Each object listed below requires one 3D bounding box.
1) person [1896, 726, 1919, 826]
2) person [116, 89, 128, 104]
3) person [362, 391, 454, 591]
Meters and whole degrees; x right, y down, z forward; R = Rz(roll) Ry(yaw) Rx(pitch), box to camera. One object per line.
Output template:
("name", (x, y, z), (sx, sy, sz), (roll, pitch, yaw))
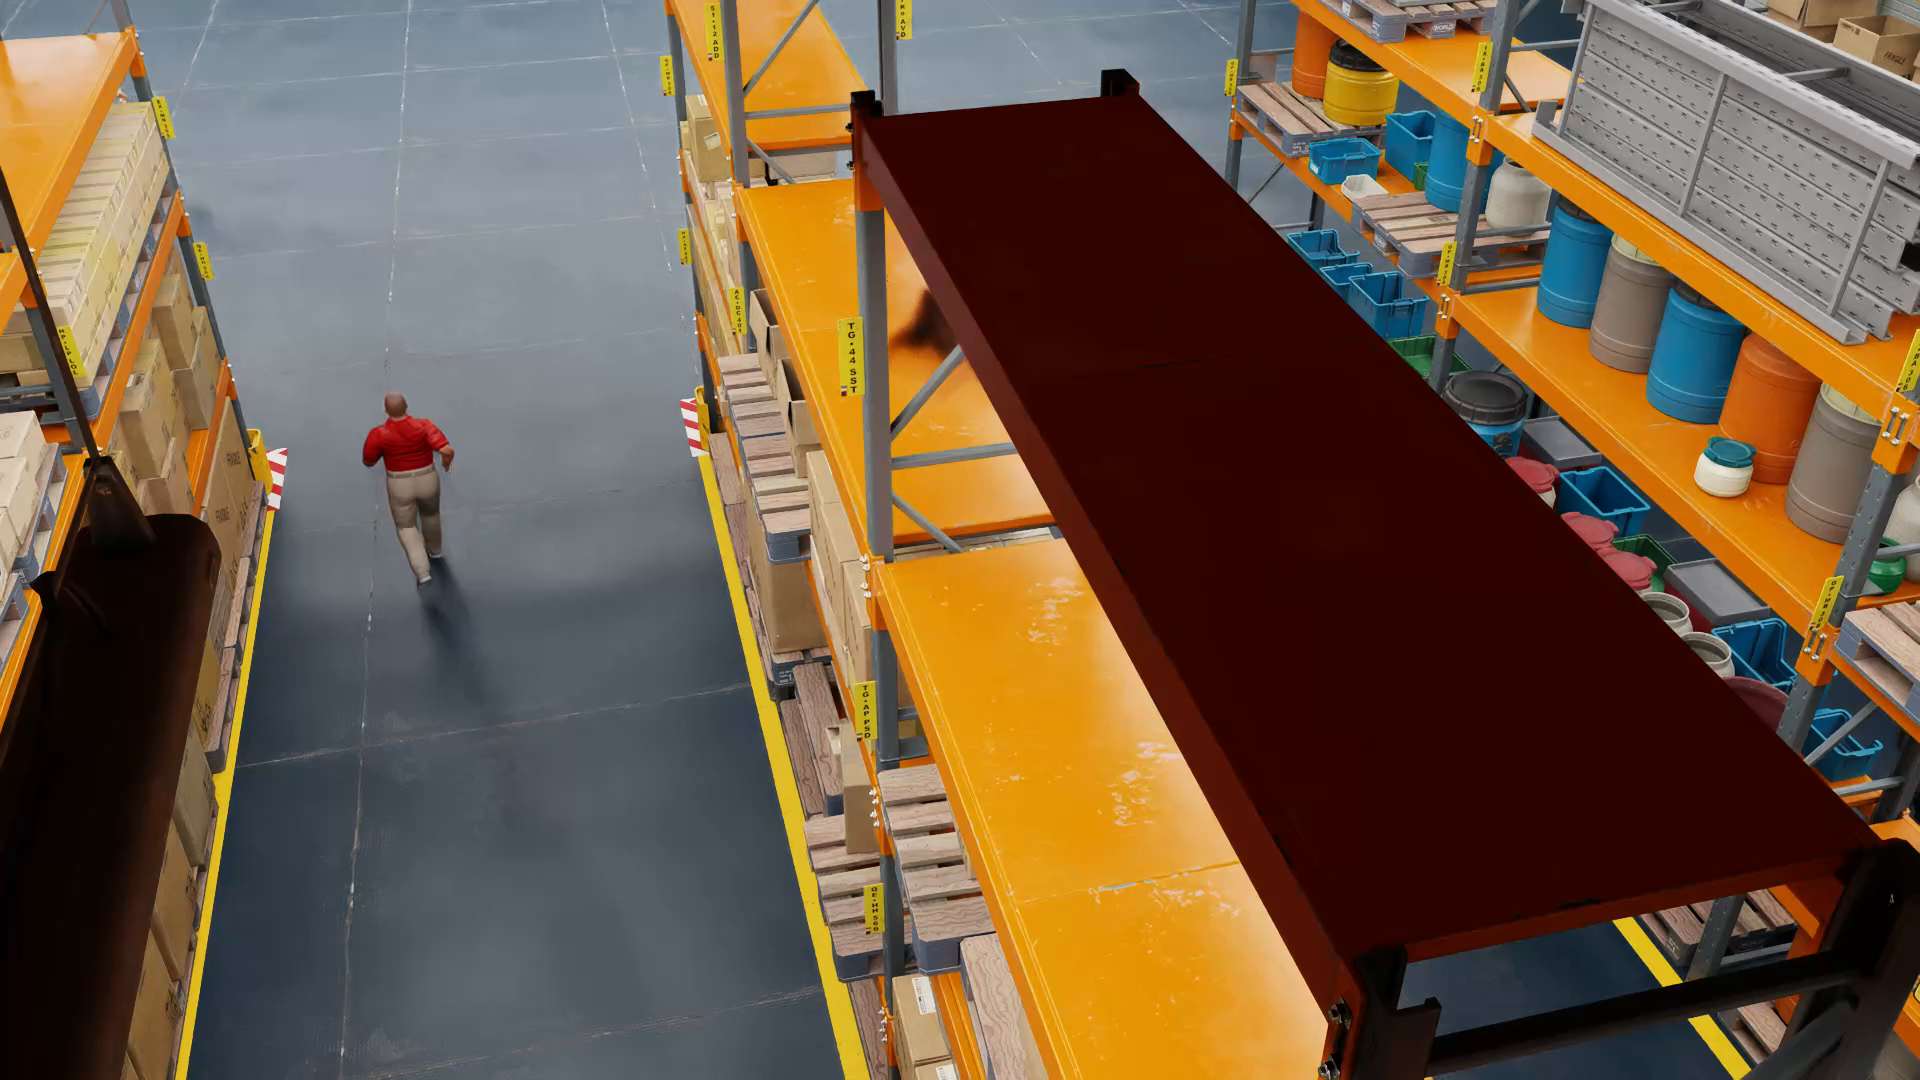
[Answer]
("person", (6.364, 1.226, 10.857), (0.543, 1.701, 0.704), (-13, 37, -18))
("person", (-10.119, -4.814, 19.649), (0.670, 1.715, 0.558), (12, 36, 17))
("person", (-4.330, -0.435, 13.177), (0.668, 1.703, 0.983), (-15, 37, -21))
